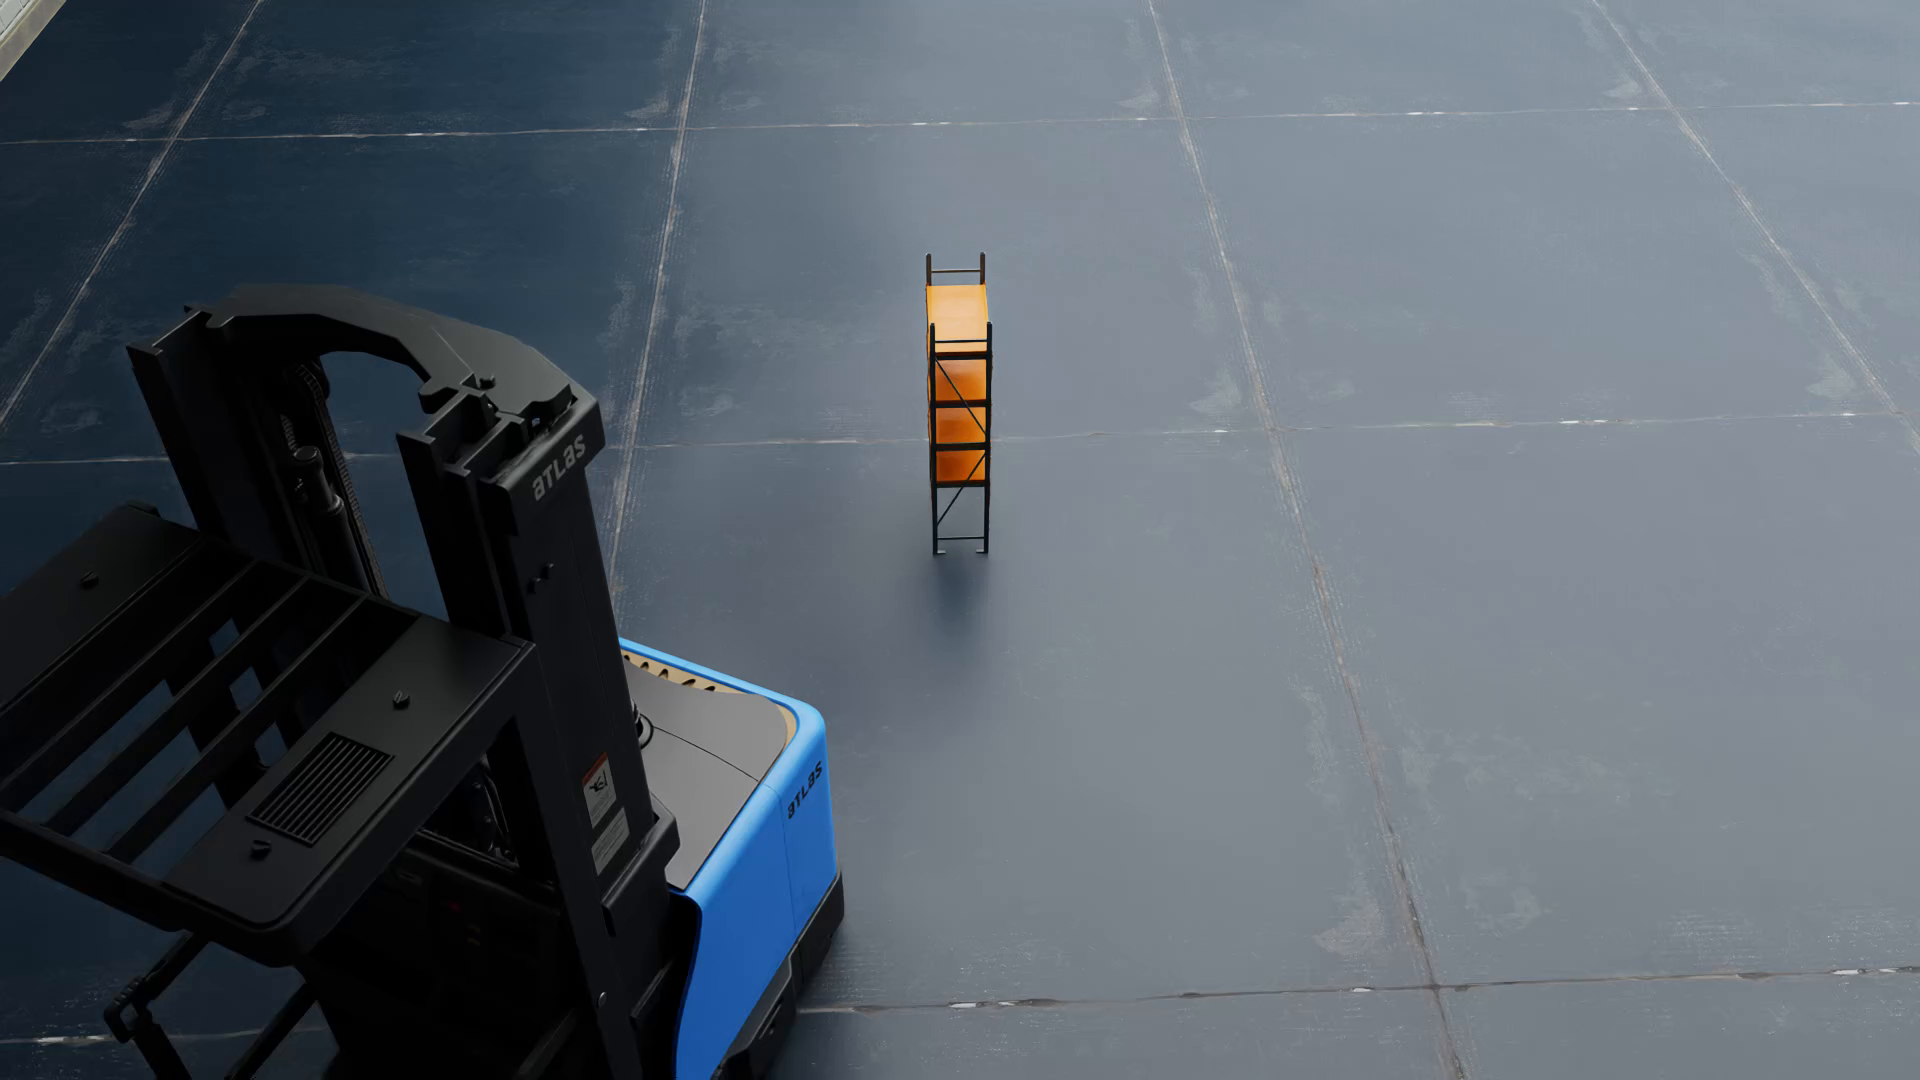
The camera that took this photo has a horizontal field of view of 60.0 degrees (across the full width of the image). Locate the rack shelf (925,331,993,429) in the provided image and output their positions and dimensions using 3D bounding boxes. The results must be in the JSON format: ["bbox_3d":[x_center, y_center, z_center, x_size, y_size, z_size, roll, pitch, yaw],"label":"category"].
[{"bbox_3d":[-0.007,-0.669,6.861,0.258,0.148,0.480,-2,43,-2],"label":"rack shelf"}]

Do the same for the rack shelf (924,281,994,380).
[{"bbox_3d":[-0.007,-0.844,6.701,0.258,0.148,0.480,-2,43,-2],"label":"rack shelf"}]

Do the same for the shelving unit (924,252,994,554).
[{"bbox_3d":[-0.007,-0.554,6.966,0.258,1.200,0.503,-2,43,-2],"label":"shelving unit"}]

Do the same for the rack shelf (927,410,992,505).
[{"bbox_3d":[-0.007,-0.358,7.146,0.258,0.148,0.480,-2,43,-2],"label":"rack shelf"}]

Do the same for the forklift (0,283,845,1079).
[{"bbox_3d":[-1.471,1.001,3.989,1.130,2.935,3.031,17,45,18],"label":"forklift"}]

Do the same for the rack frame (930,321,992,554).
[{"bbox_3d":[0.003,-0.389,6.787,0.240,1.200,0.015,-2,43,-2],"label":"rack frame"}]

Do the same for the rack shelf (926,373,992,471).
[{"bbox_3d":[-0.007,-0.504,7.012,0.258,0.148,0.480,-2,43,-2],"label":"rack shelf"}]

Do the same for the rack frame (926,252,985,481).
[{"bbox_3d":[-0.017,-0.719,7.146,0.240,1.200,0.015,-2,43,-2],"label":"rack frame"}]
